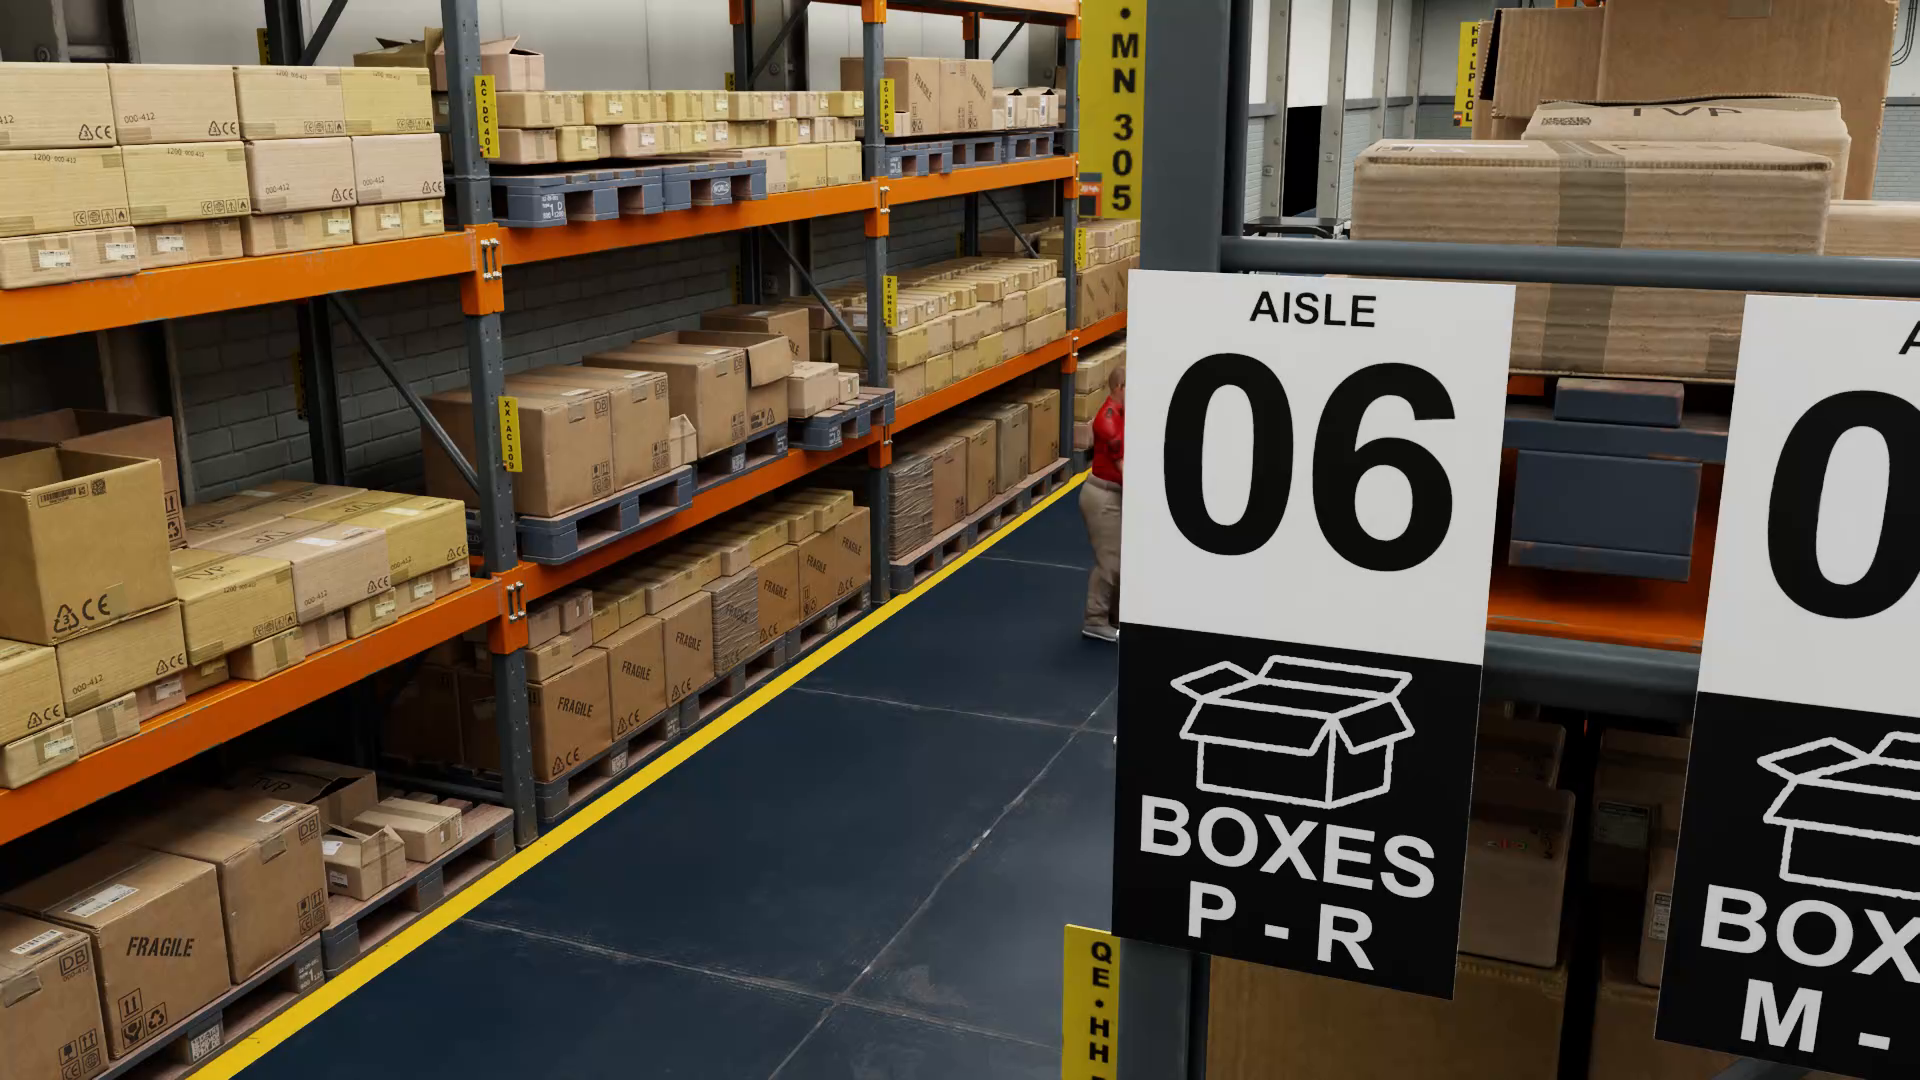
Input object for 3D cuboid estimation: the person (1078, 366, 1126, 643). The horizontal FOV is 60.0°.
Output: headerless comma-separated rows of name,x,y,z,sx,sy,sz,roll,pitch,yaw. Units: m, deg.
person,1.044,-0.190,10.450,0.557,1.630,0.488,6,16,20
